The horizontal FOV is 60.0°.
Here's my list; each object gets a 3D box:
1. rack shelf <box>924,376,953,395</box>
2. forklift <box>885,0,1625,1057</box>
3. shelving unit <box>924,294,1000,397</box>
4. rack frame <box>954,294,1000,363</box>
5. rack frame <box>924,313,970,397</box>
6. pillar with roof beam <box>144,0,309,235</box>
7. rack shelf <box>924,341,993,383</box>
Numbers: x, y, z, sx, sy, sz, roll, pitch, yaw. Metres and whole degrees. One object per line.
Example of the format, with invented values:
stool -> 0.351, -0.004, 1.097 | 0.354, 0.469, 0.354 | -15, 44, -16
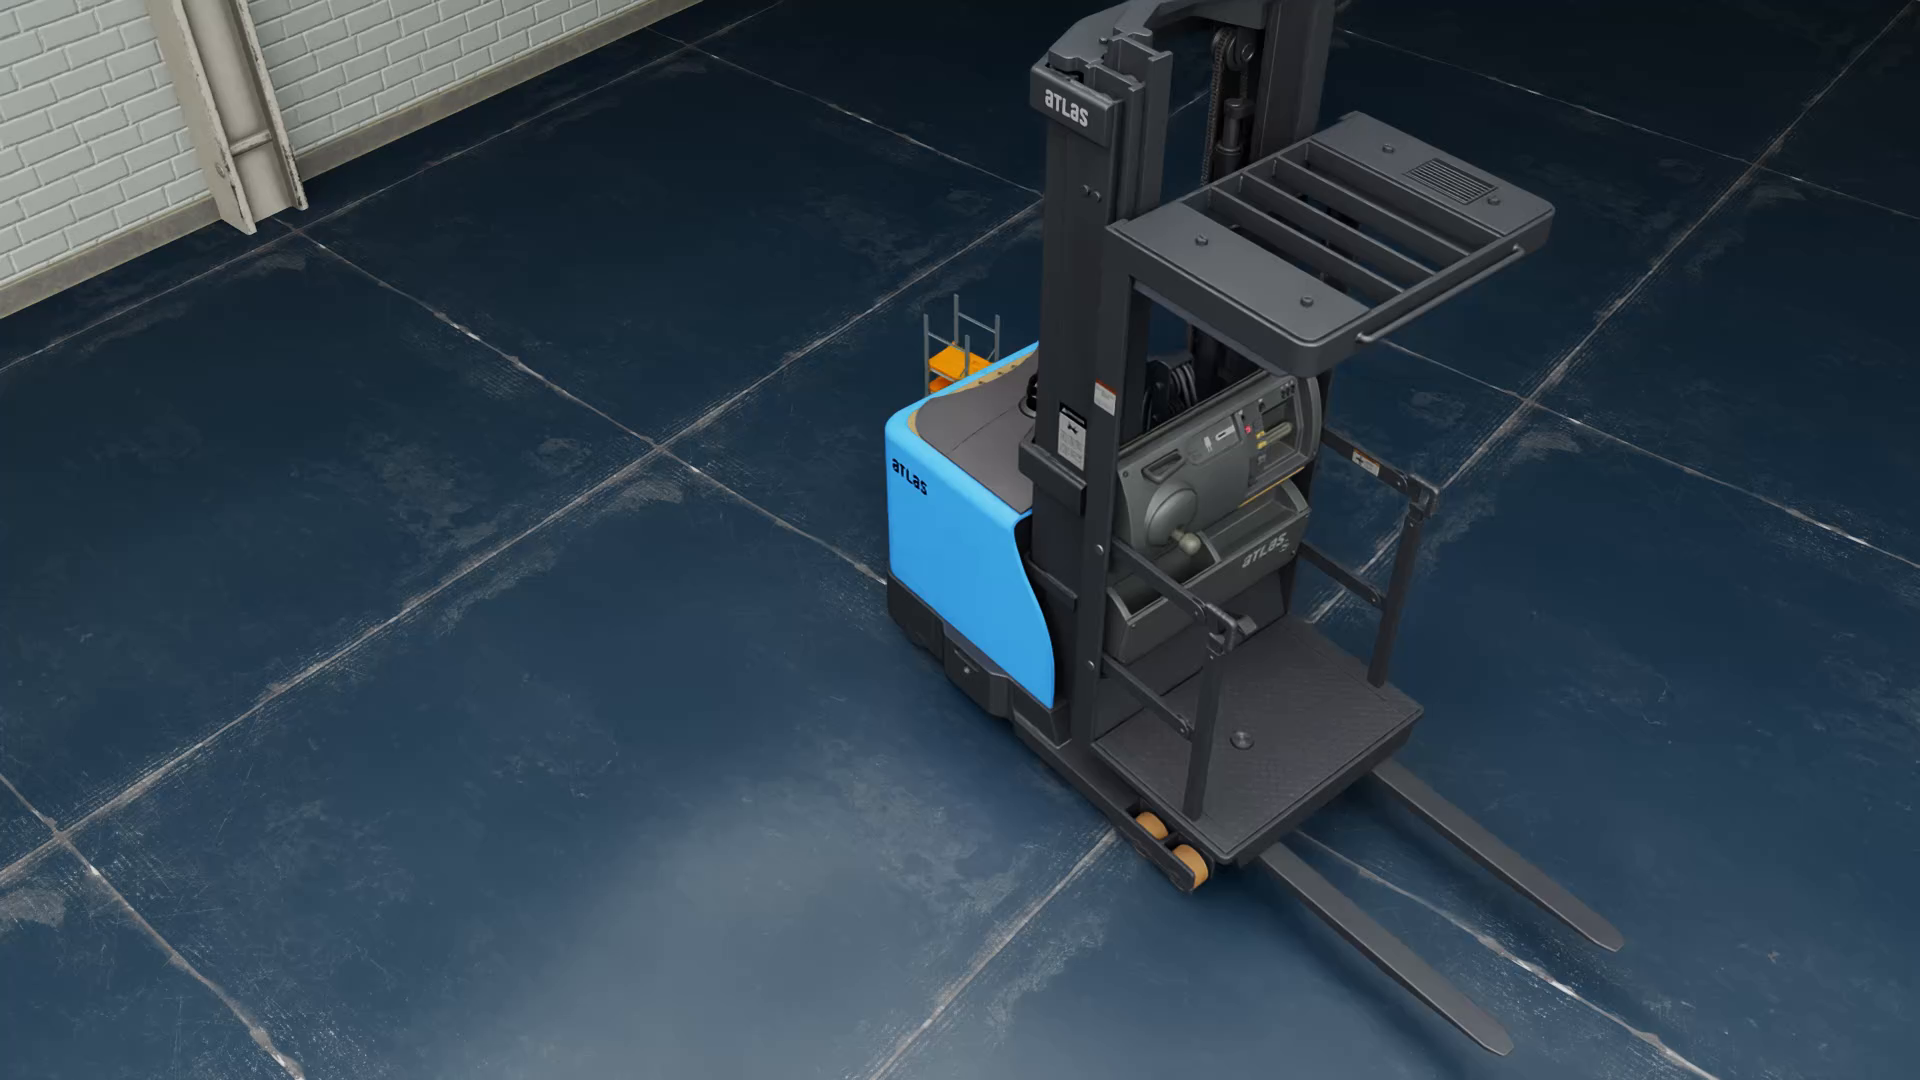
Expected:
rack shelf -> 0.007, -0.598, 6.907 | 0.258, 0.103, 0.180 | 31, 51, 29
forklift -> 1.022, -0.201, 5.475 | 1.130, 2.935, 3.031 | -29, 50, -28
shelving unit -> 0.007, -0.454, 7.039 | 0.258, 1.200, 0.189 | 31, 51, 29
rack frame -> 0.067, -0.500, 7.090 | 0.240, 1.200, 0.006 | 31, 51, 29
rack frame -> -0.053, -0.407, 6.988 | 0.240, 1.200, 0.006 | 31, 51, 29
pillar with roof beam -> -0.678, -3.340, 4.417 | 9.100, 9.000, 0.400 | 29, 50, 28
rack shelf -> 0.007, -0.687, 6.826 | 0.258, 0.103, 0.180 | 31, 51, 29
